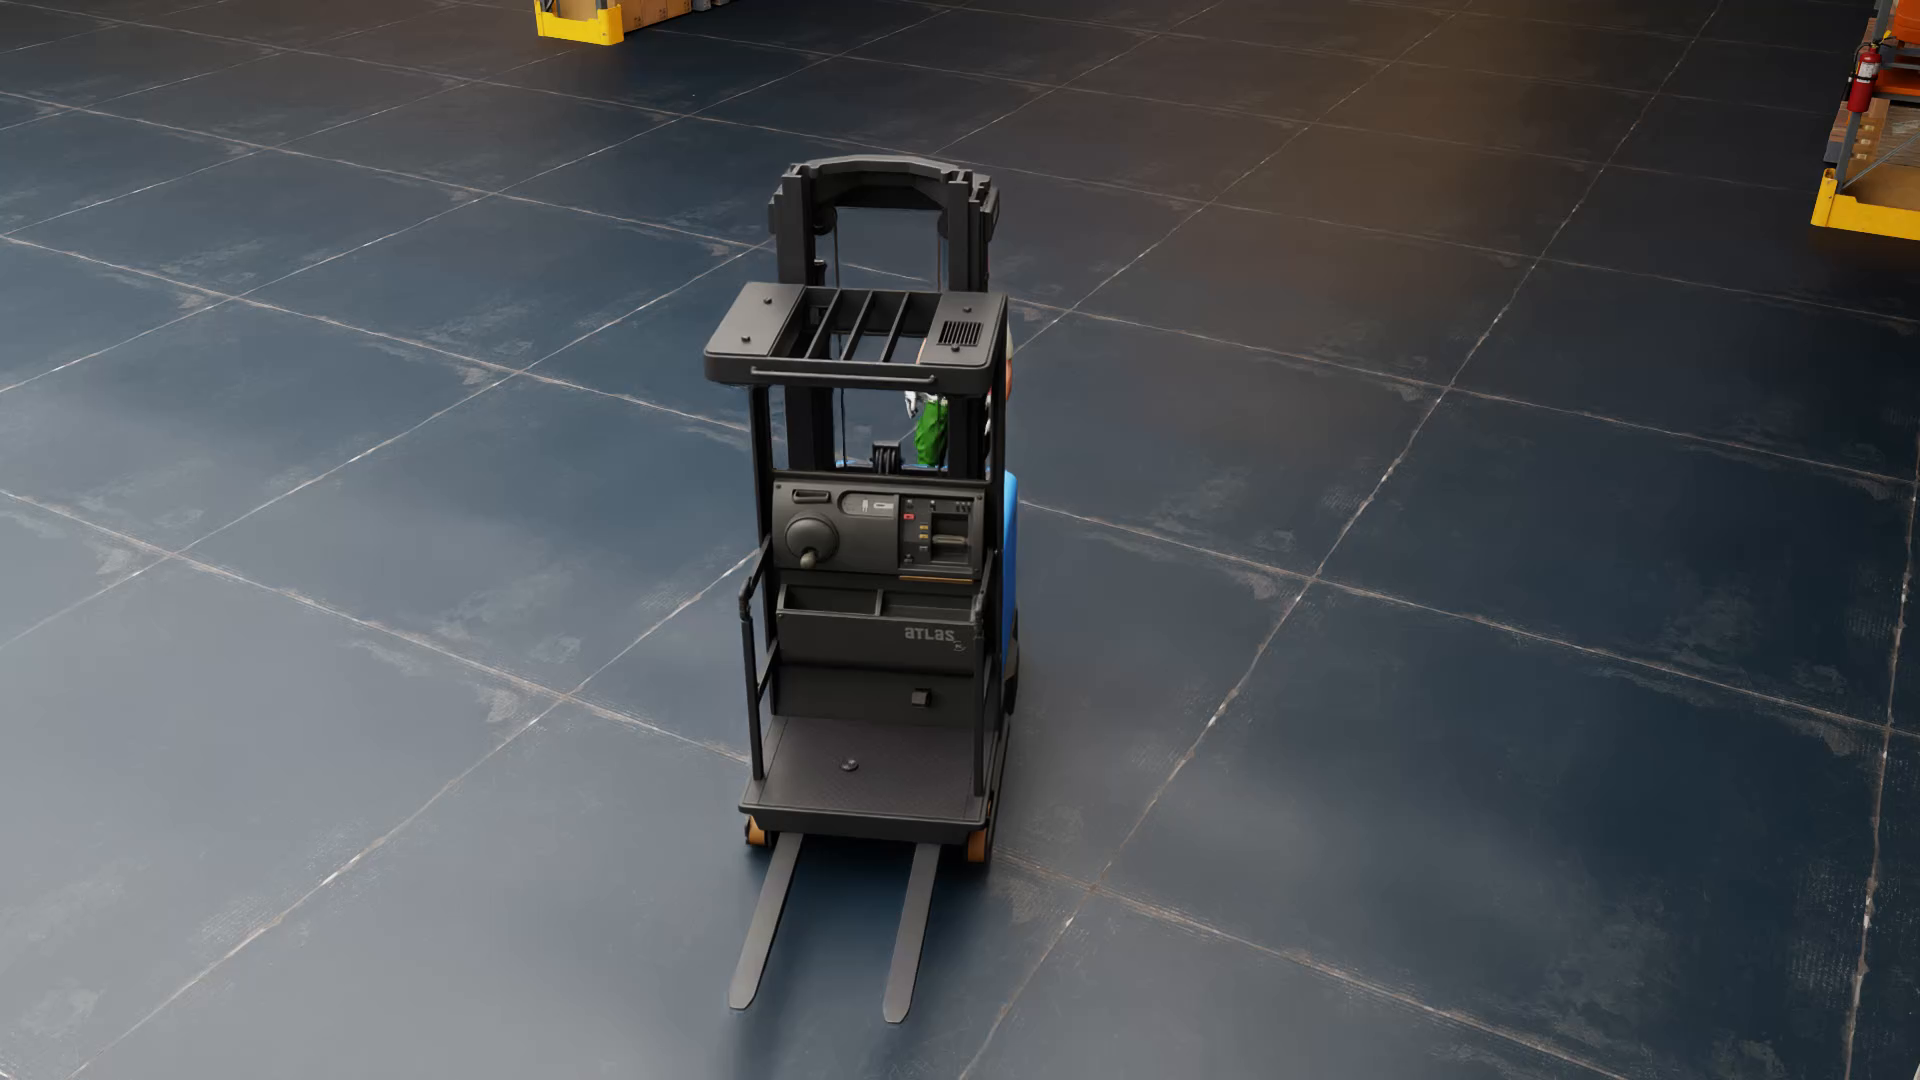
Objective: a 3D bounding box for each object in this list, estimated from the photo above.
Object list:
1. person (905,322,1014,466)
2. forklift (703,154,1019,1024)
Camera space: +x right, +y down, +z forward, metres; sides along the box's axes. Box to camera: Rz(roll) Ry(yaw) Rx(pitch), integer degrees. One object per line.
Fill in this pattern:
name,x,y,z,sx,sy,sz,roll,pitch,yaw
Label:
person,-0.049,-0.749,9.496,0.638,1.787,0.564,15,33,25
forklift,-0.380,0.000,7.071,1.130,2.935,3.031,3,30,6
